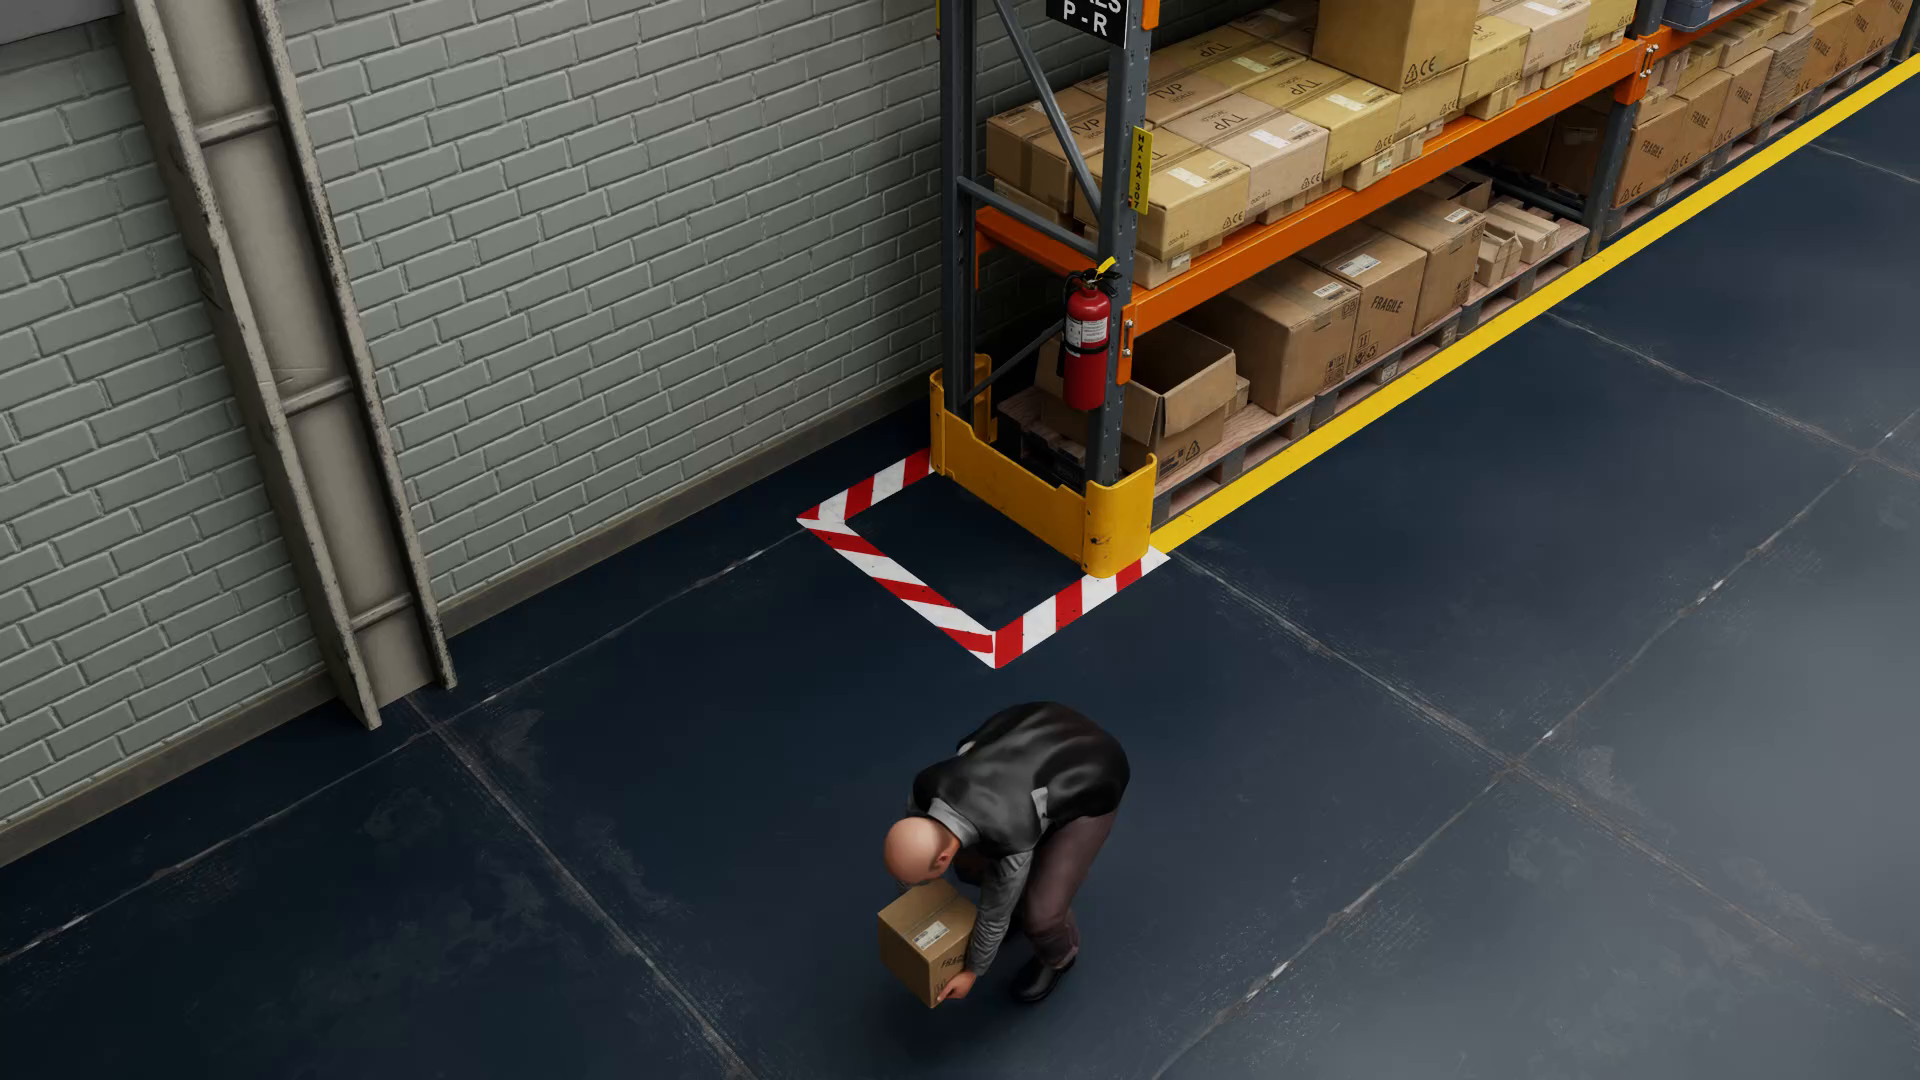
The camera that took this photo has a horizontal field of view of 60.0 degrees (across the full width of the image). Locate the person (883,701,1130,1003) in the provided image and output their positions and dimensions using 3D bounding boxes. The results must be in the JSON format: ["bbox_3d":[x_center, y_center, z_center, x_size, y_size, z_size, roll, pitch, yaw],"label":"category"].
[{"bbox_3d":[0.121,1.074,5.358,0.482,1.108,0.946,32,49,33],"label":"person"}]
